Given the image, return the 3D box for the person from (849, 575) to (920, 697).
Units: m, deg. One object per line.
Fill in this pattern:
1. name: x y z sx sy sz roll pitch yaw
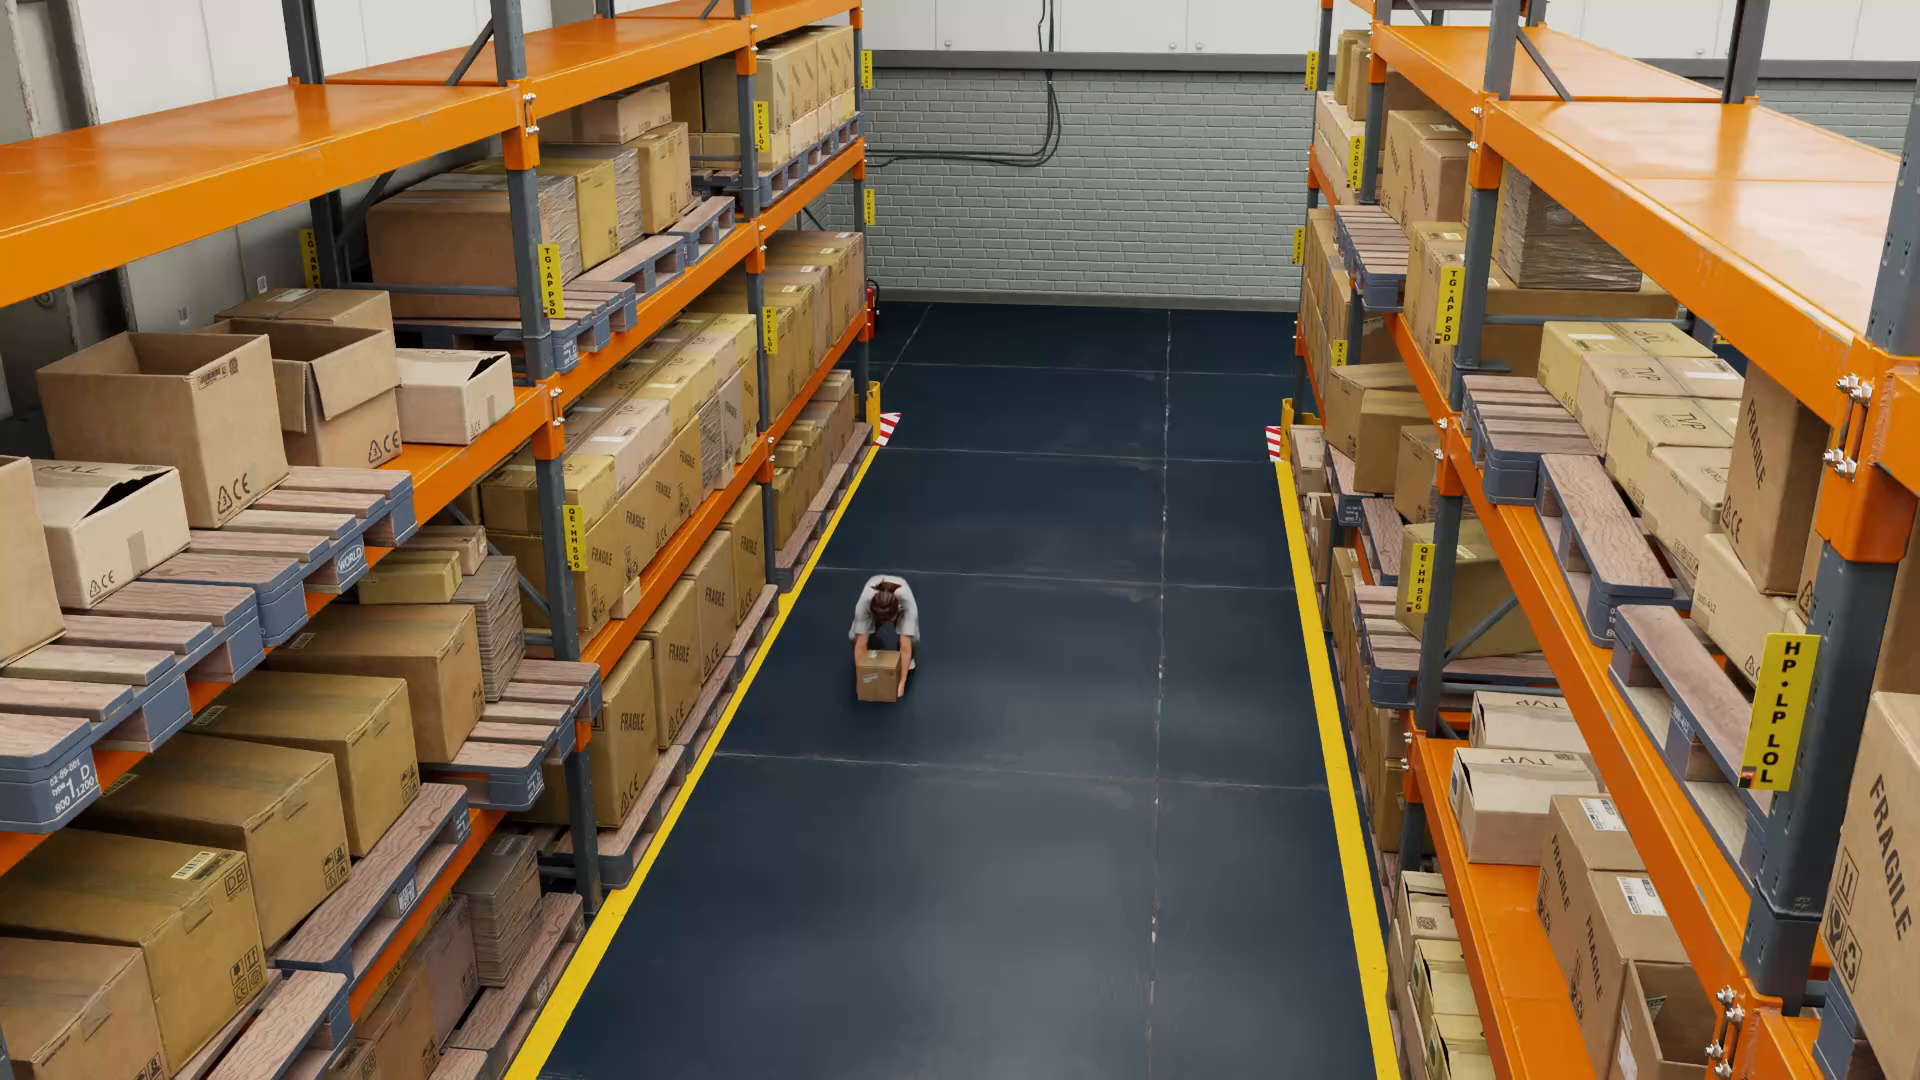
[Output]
1. person: -0.488 0.577 10.993 0.470 0.801 0.837 2 21 6
